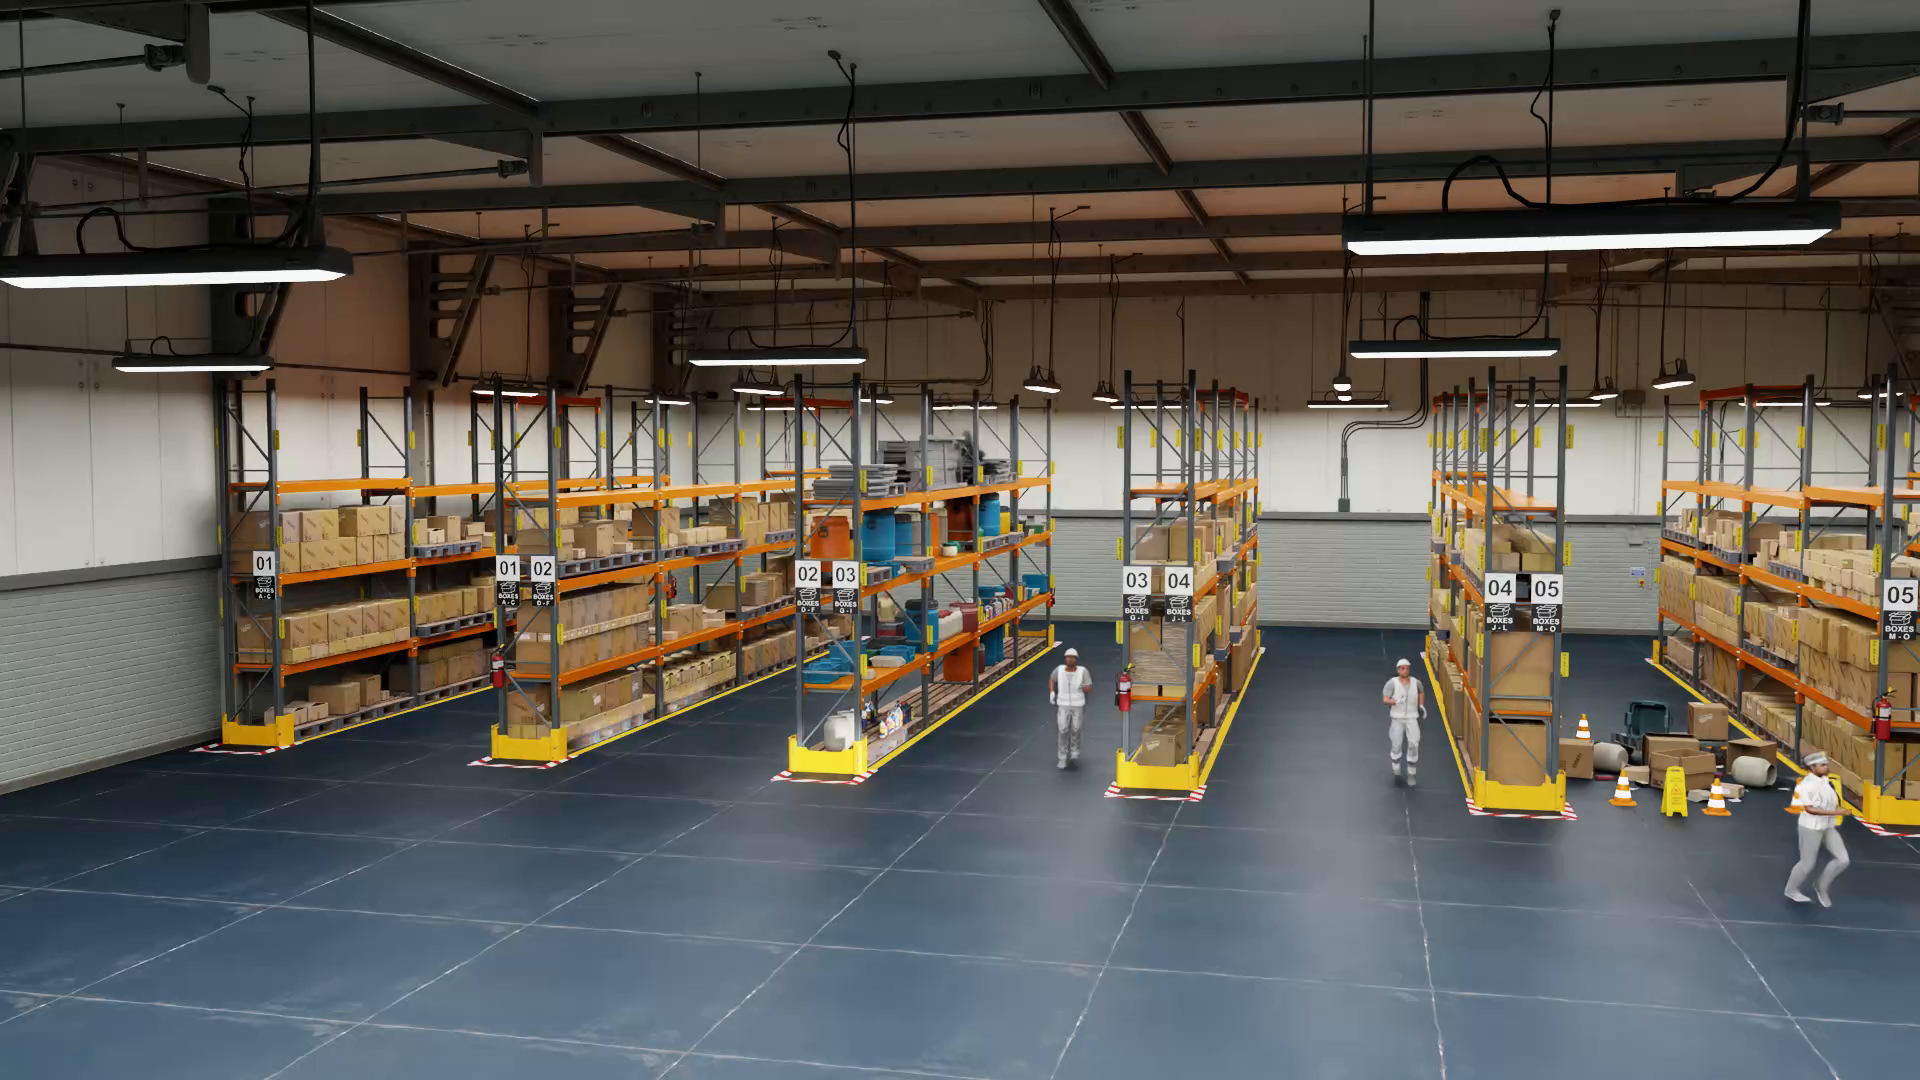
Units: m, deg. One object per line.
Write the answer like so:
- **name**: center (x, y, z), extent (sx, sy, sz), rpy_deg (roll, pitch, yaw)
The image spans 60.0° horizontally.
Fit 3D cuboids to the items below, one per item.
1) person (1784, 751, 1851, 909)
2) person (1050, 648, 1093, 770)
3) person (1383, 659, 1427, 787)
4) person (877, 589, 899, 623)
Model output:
- **person**: center (9.186, 3.092, 17.764), extent (0.544, 1.706, 0.688), rpy_deg (-2, 4, -29)
- **person**: center (1.699, 2.581, 25.531), extent (0.670, 1.843, 0.760), rpy_deg (0, 3, 6)
- **person**: center (6.491, 2.650, 24.276), extent (0.643, 1.845, 0.774), rpy_deg (0, 3, 8)
- **person**: center (-1.702, 1.890, 38.655), extent (0.559, 1.619, 0.552), rpy_deg (0, 3, -1)
